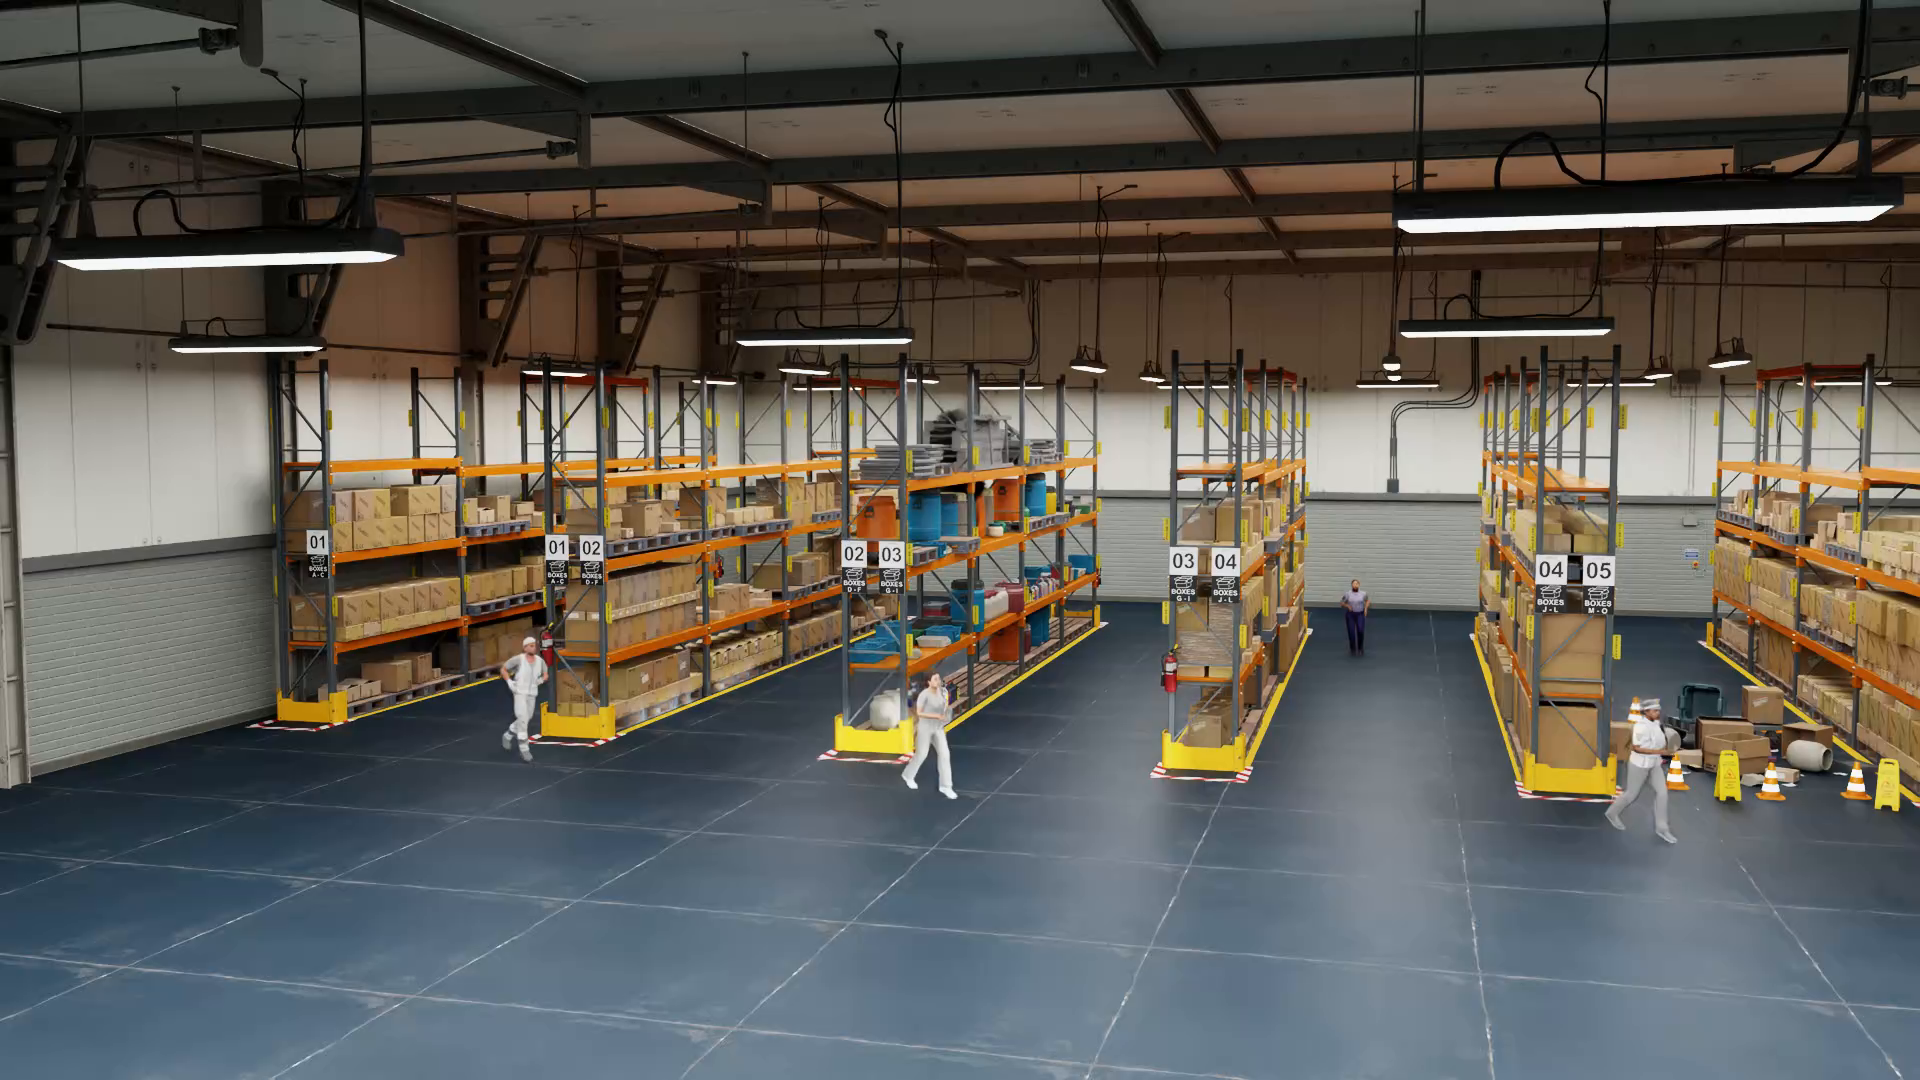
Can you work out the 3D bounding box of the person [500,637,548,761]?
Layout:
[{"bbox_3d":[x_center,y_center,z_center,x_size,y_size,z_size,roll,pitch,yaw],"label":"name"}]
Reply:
[{"bbox_3d":[-6.495,2.339,24.926,0.694,1.778,0.928,-4,6,-44],"label":"person"}]

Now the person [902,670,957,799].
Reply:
[{"bbox_3d":[-0.422,2.560,22.196,0.530,1.680,0.941,-4,5,-41],"label":"person"}]

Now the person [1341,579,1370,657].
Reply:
[{"bbox_3d":[8.384,1.661,35.303,0.594,1.651,0.670,1,4,15],"label":"person"}]

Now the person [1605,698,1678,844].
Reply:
[{"bbox_3d":[8.174,2.717,19.918,0.530,1.708,0.918,-2,5,-30],"label":"person"}]
